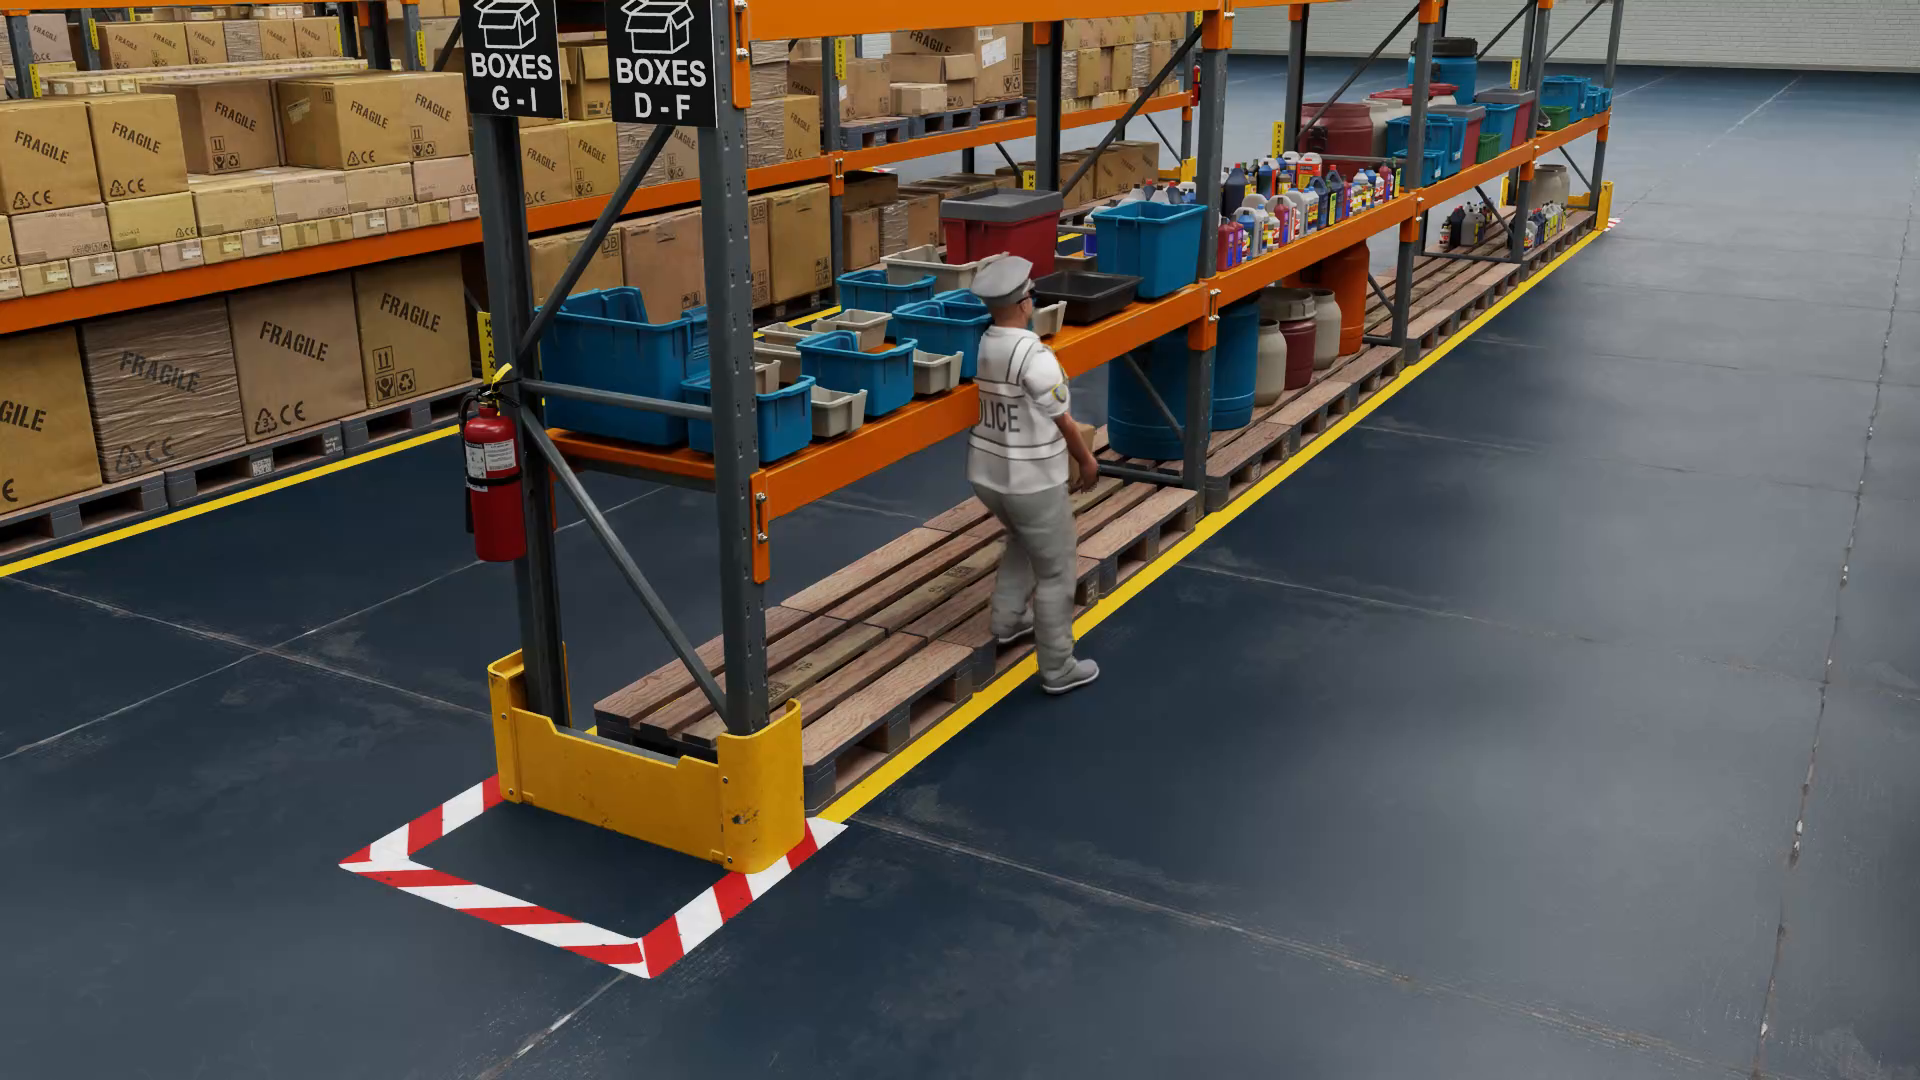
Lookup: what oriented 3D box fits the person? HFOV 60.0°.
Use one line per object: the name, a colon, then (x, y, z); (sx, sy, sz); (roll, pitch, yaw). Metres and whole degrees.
person: (0.288, -0.270, 6.773); (0.529, 1.786, 0.520); (-17, 25, -40)
